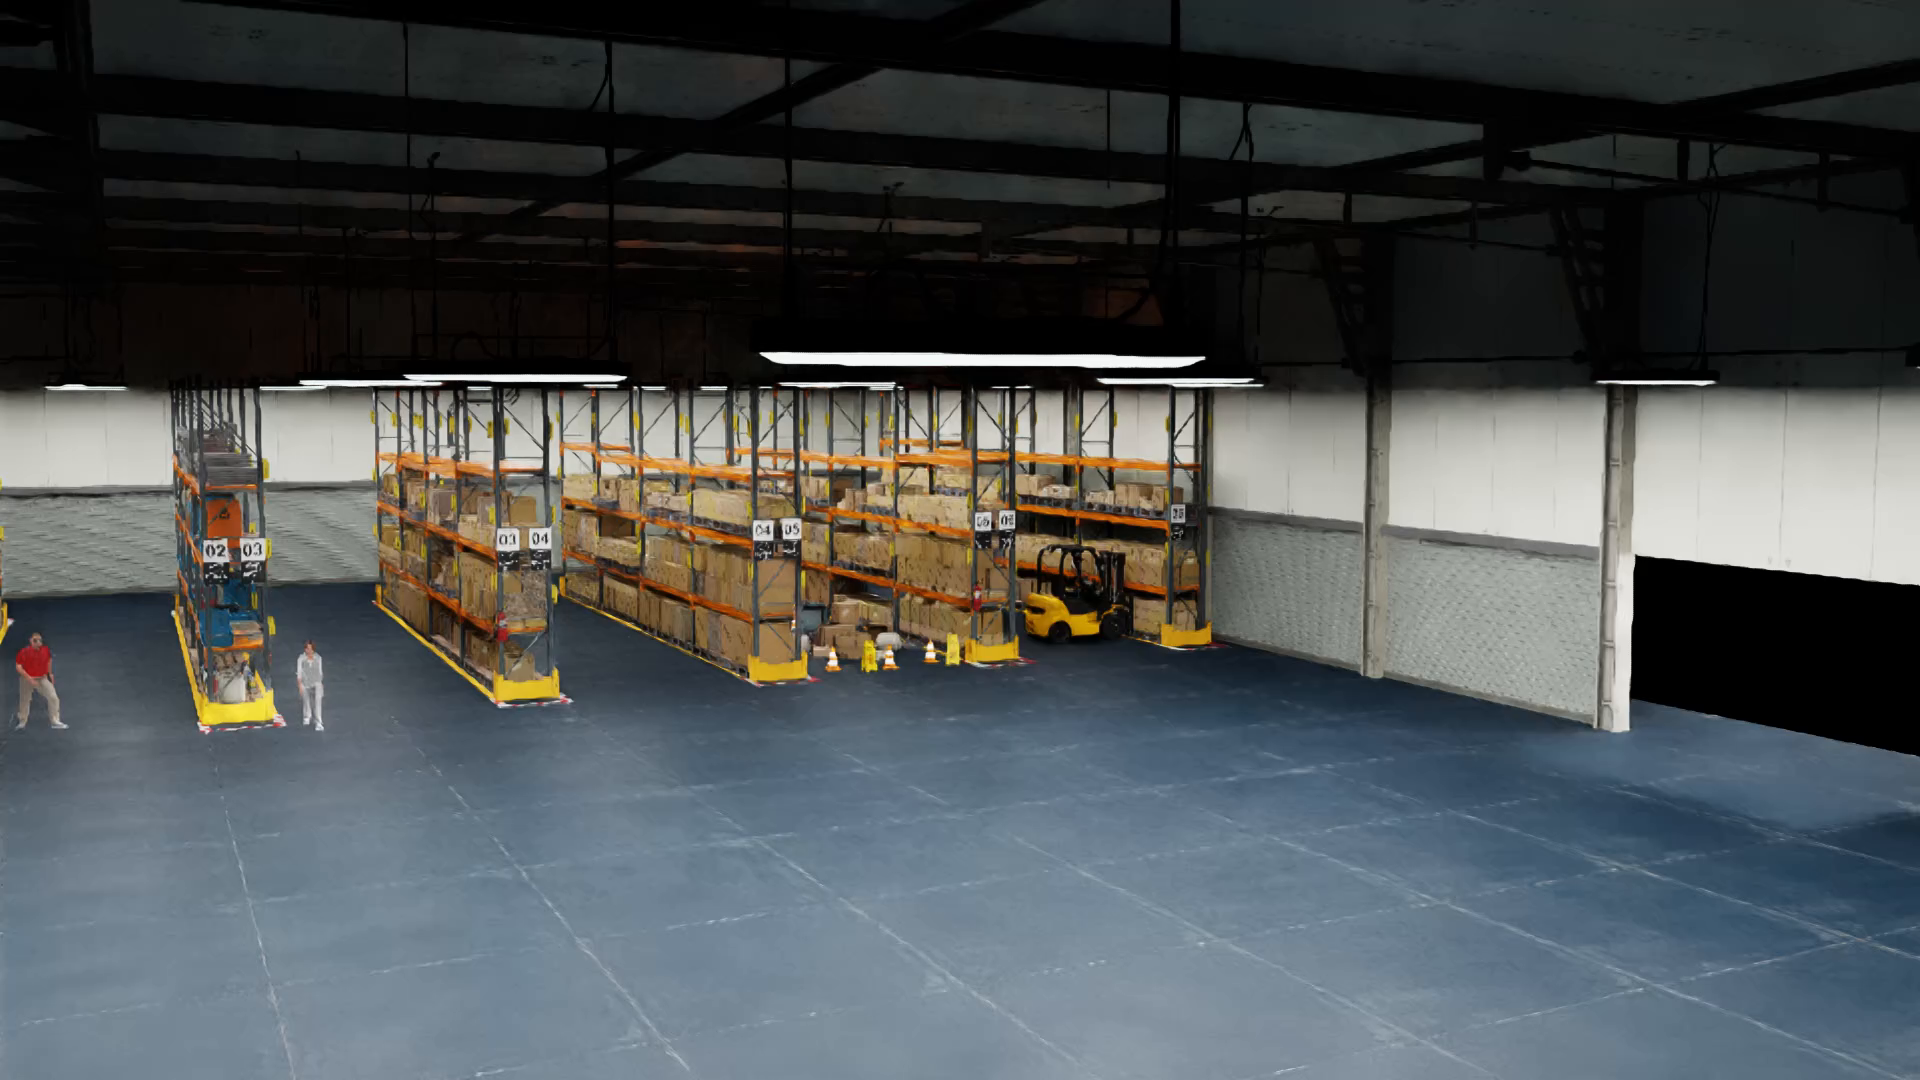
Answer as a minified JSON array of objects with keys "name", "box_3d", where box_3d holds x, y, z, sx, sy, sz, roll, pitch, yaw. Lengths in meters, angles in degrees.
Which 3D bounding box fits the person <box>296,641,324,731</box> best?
[{"name":"person","box_3d":[-11.025,2.446,28.200,0.417,1.517,1.036,-2,6,-24]}]

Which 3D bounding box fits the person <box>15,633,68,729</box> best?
[{"name":"person","box_3d":[-15.646,2.380,28.174,0.812,1.665,0.693,5,7,43]}]

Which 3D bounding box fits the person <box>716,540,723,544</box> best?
[{"name":"person","box_3d":[-6.431,0.860,44.642,0.591,1.763,0.685,0,5,-3]}]
